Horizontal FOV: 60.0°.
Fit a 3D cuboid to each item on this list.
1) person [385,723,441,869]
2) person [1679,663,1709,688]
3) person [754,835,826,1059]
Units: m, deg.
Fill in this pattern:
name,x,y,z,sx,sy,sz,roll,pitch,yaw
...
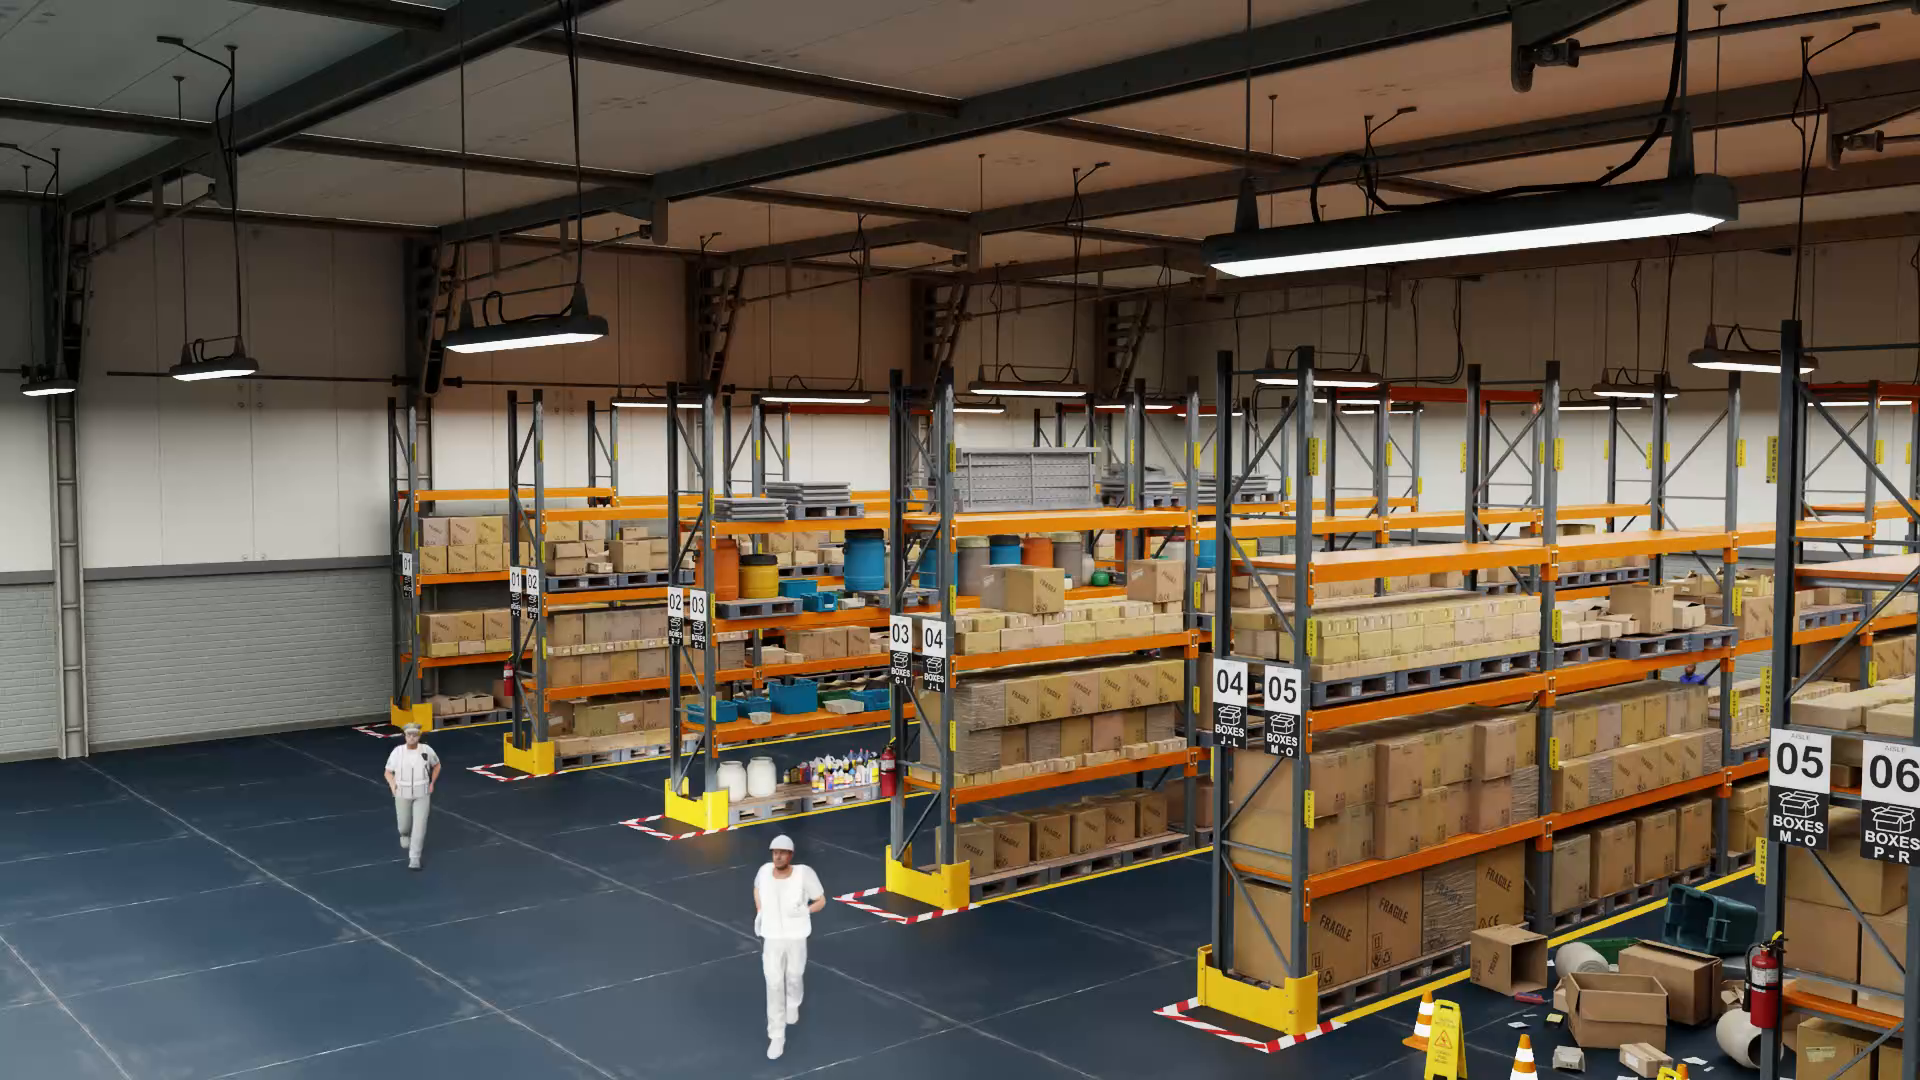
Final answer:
name,x,y,z,sx,sy,sz,roll,pitch,yaw
person,-6.702,3.100,20.403,0.663,1.746,0.798,-1,4,-19
person,11.856,2.782,26.906,0.833,1.658,0.591,-3,5,-44
person,-1.480,3.429,14.319,0.662,1.804,0.891,0,3,2
